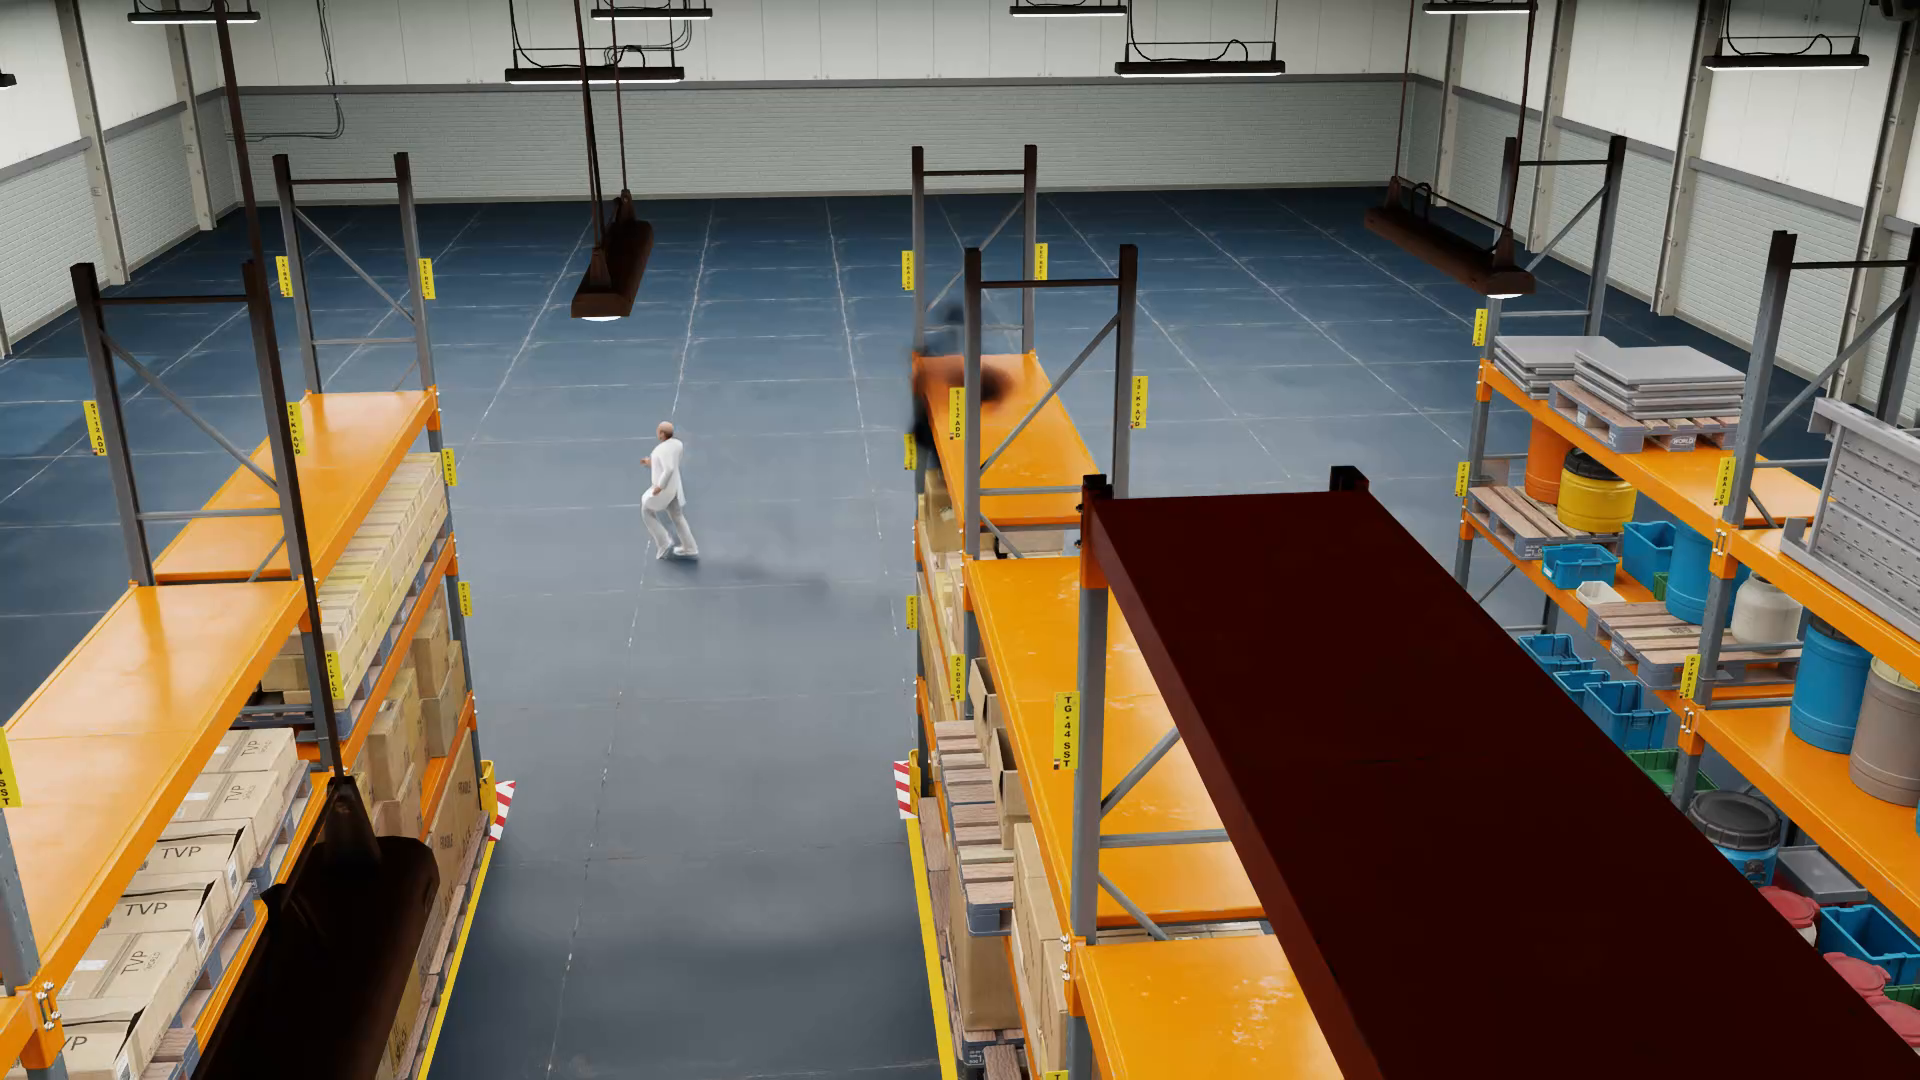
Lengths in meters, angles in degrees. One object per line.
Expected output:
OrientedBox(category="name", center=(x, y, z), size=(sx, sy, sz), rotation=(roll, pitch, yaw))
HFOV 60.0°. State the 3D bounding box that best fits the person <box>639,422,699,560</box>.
OrientedBox(category="person", center=(-3.673, -0.609, 20.791), size=(0.782, 1.807, 0.674), rotation=(10, 24, 24))
